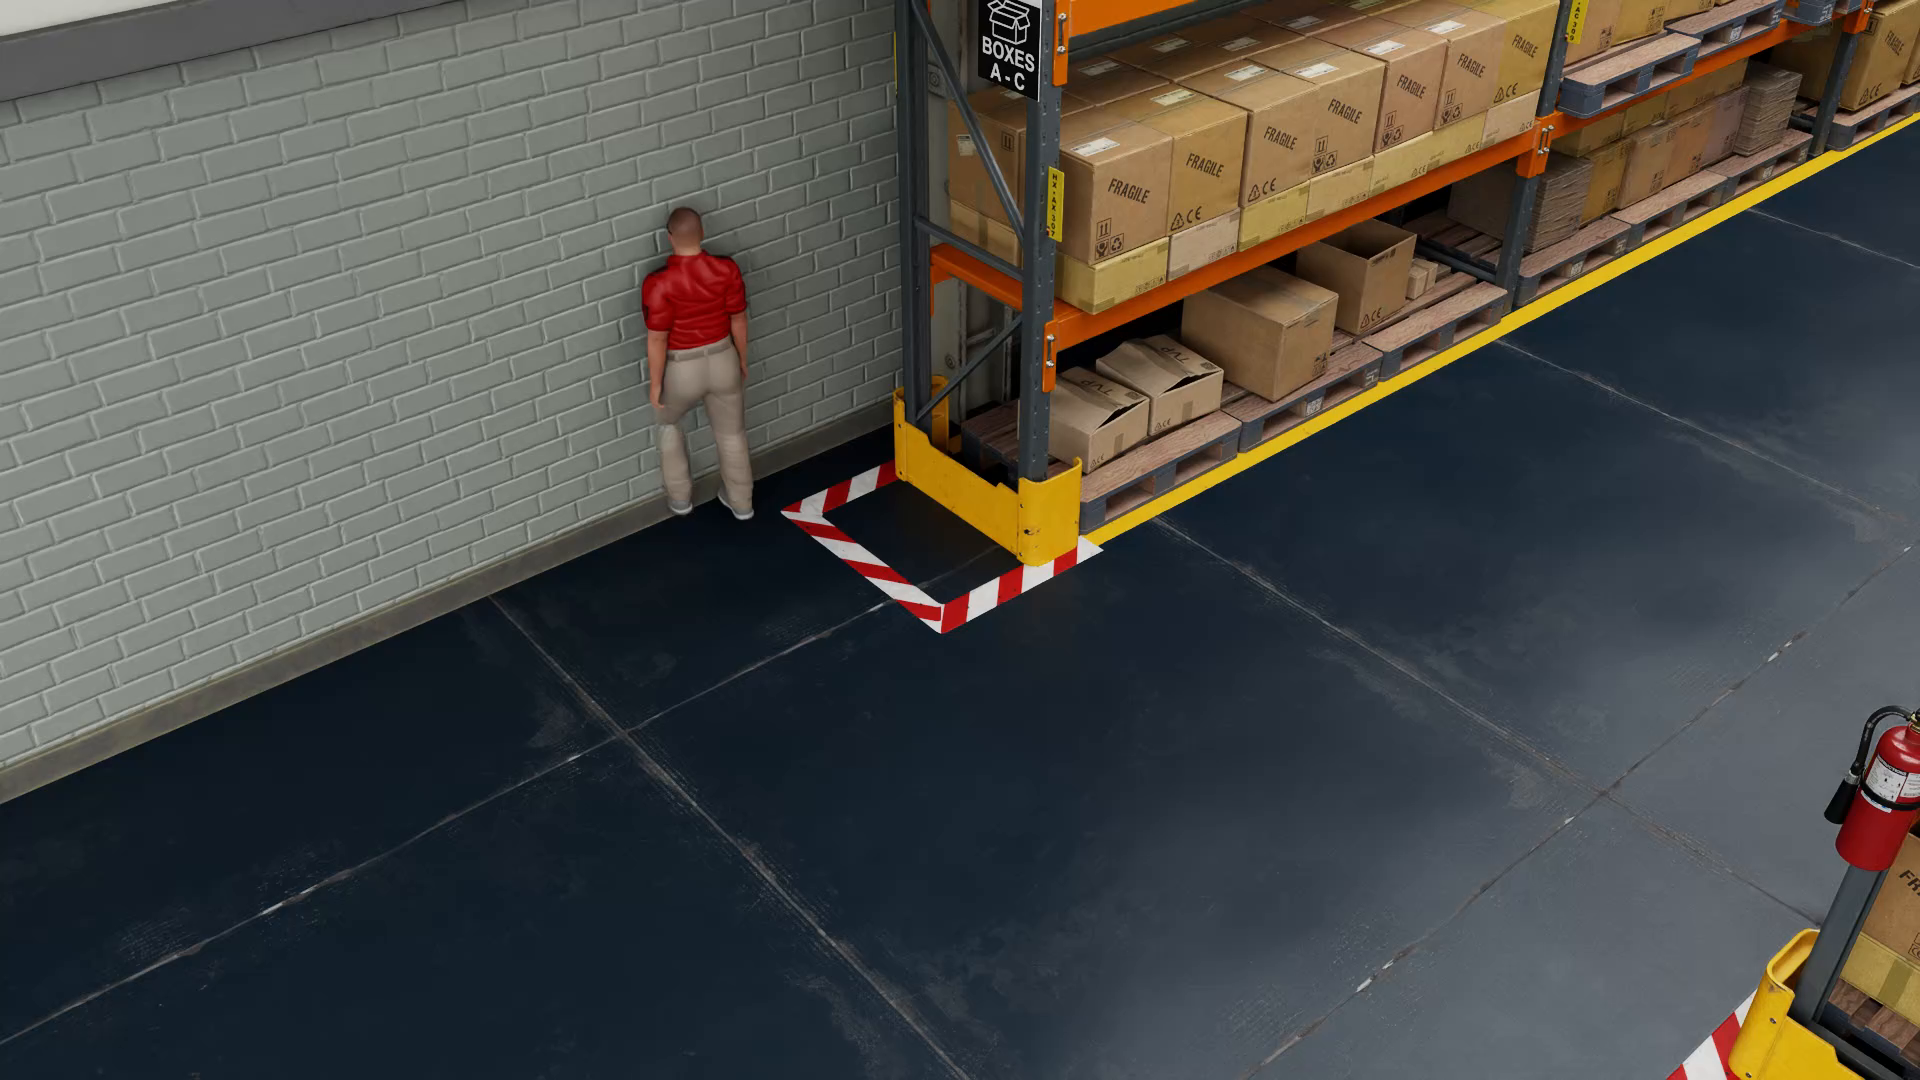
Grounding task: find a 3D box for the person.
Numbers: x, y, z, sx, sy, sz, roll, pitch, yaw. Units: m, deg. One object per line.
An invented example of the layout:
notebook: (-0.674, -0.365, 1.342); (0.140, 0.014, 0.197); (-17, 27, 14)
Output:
person: (-1.337, -0.878, 8.303); (0.542, 1.727, 0.478); (-19, 40, -24)
